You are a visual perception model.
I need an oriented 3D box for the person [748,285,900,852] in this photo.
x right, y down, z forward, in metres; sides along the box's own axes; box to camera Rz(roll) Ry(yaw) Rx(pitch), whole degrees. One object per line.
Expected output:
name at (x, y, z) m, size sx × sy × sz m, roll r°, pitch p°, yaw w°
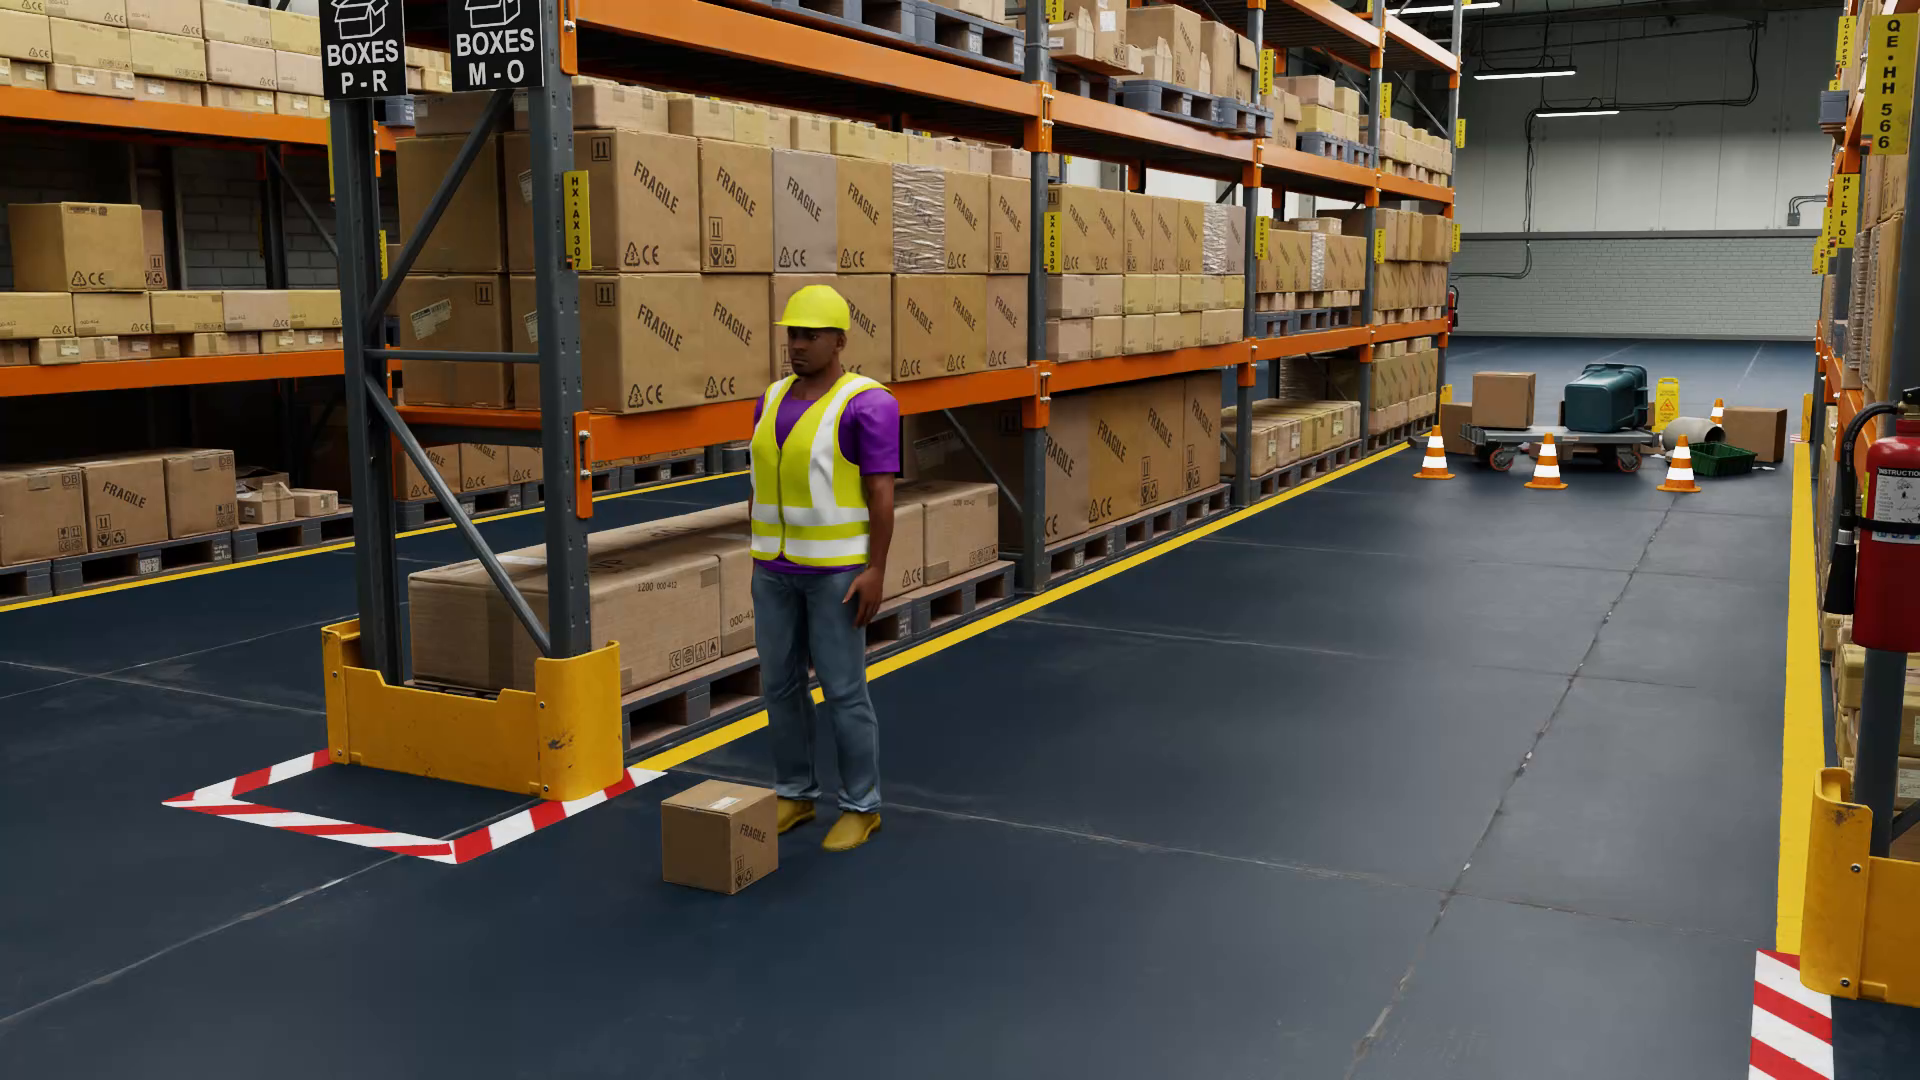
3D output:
person at (-0.459, 0.093, 5.284) m, size 0.564 × 1.785 × 0.368 m, roll 6°, pitch 11°, yaw 33°
